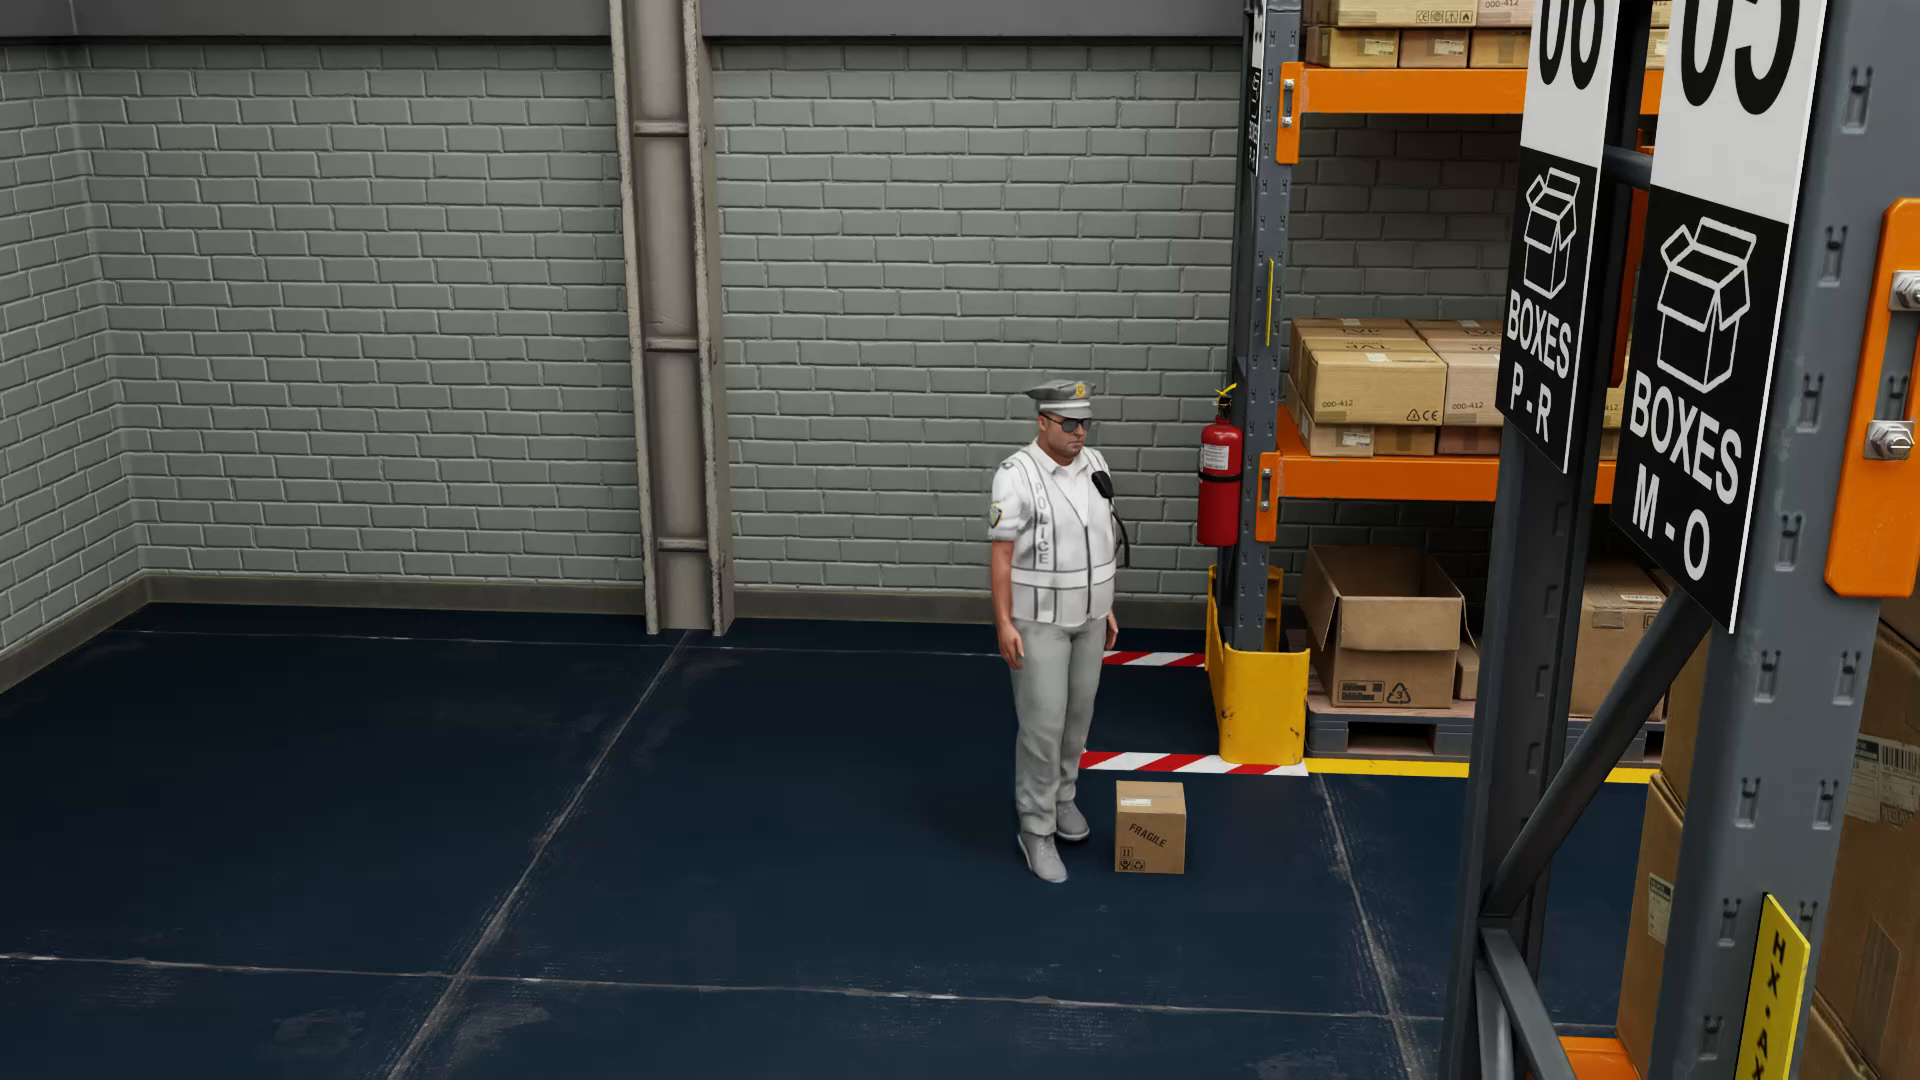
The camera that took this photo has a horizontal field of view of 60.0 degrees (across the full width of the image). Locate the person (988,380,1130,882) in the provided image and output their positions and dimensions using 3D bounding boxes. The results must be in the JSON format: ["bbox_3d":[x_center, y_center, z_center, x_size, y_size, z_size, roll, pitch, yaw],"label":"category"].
[{"bbox_3d":[0.398,0.312,6.089,0.555,1.807,0.546,-12,21,-34],"label":"person"}]
